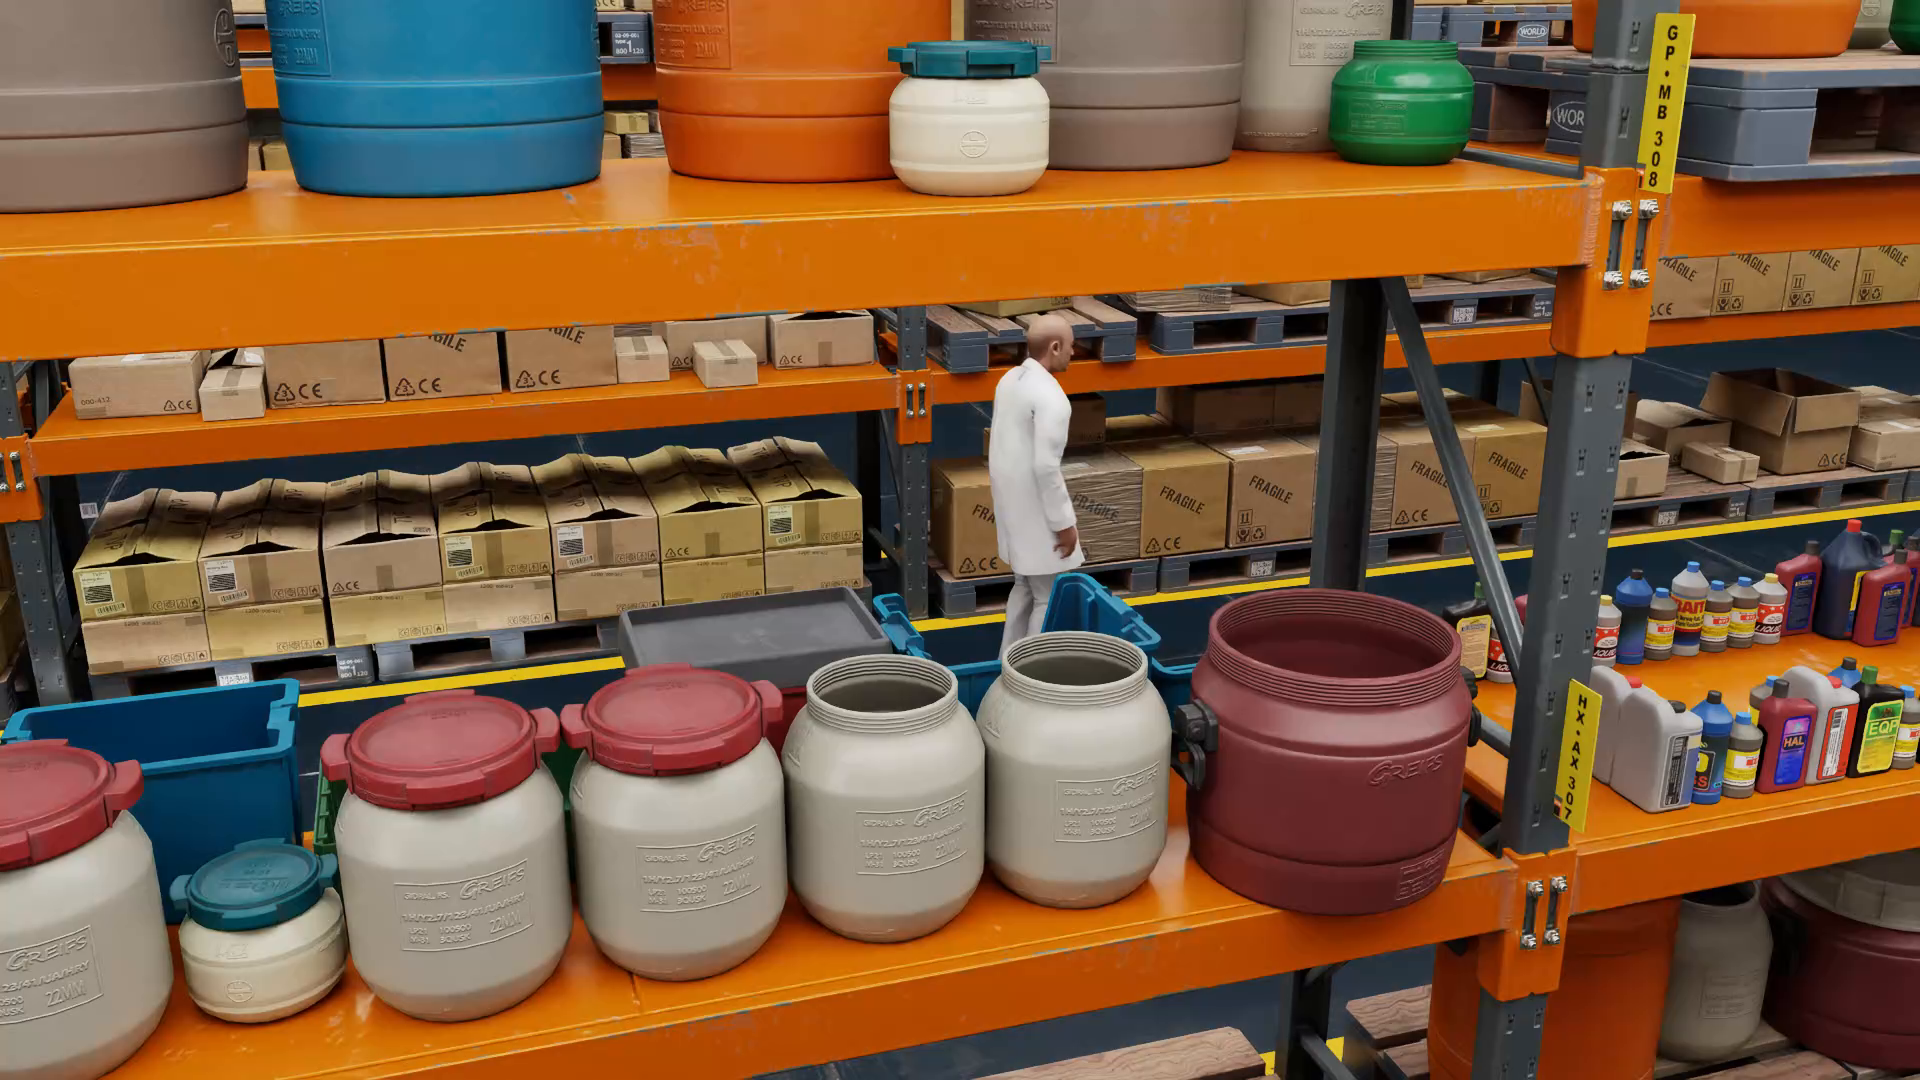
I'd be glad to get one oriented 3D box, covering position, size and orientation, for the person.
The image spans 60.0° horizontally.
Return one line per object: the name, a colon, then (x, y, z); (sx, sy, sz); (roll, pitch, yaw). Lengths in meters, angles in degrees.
person: (0.353, -0.123, 7.449); (0.427, 1.773, 0.640); (-7, 20, -18)
